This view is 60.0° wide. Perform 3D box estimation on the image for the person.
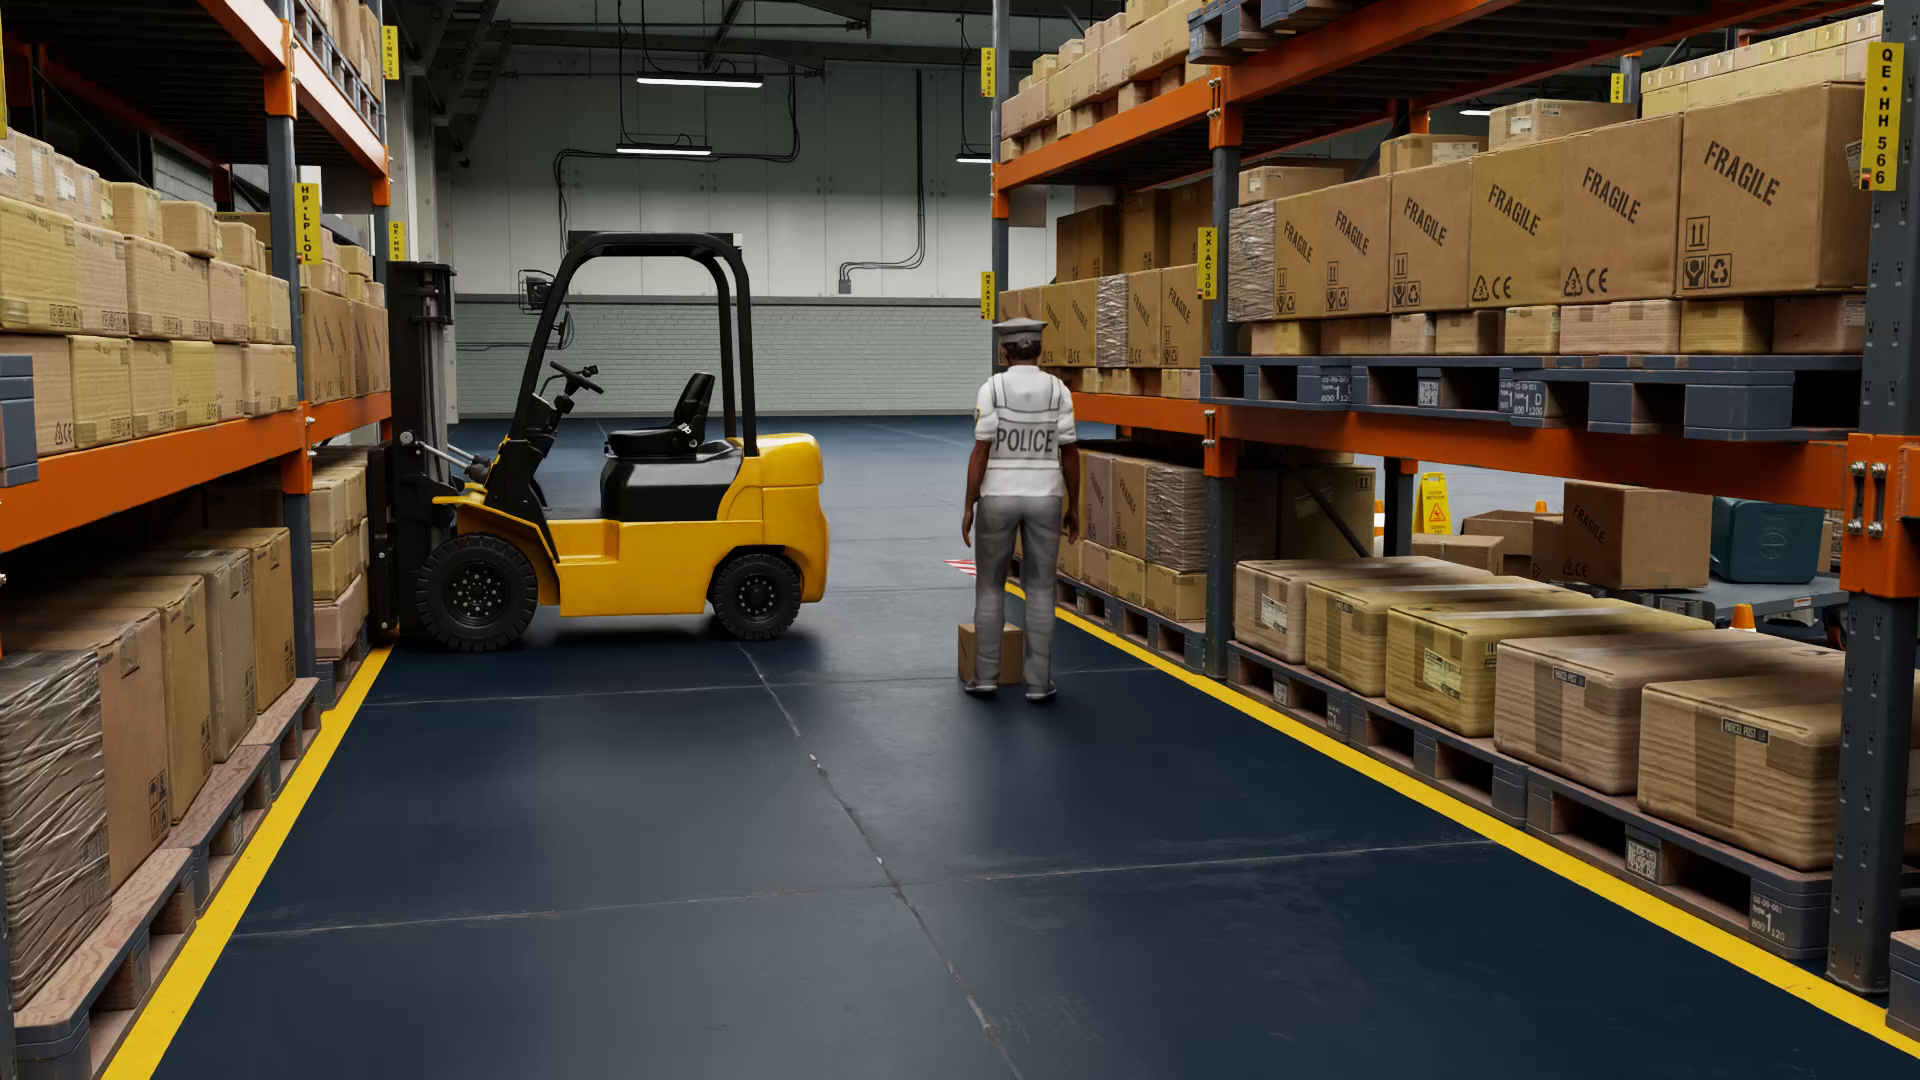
[{"bbox_3d":[0.260,-0.048,7.253,0.393,1.358,0.350,-1,6,-6],"label":"person"}]
